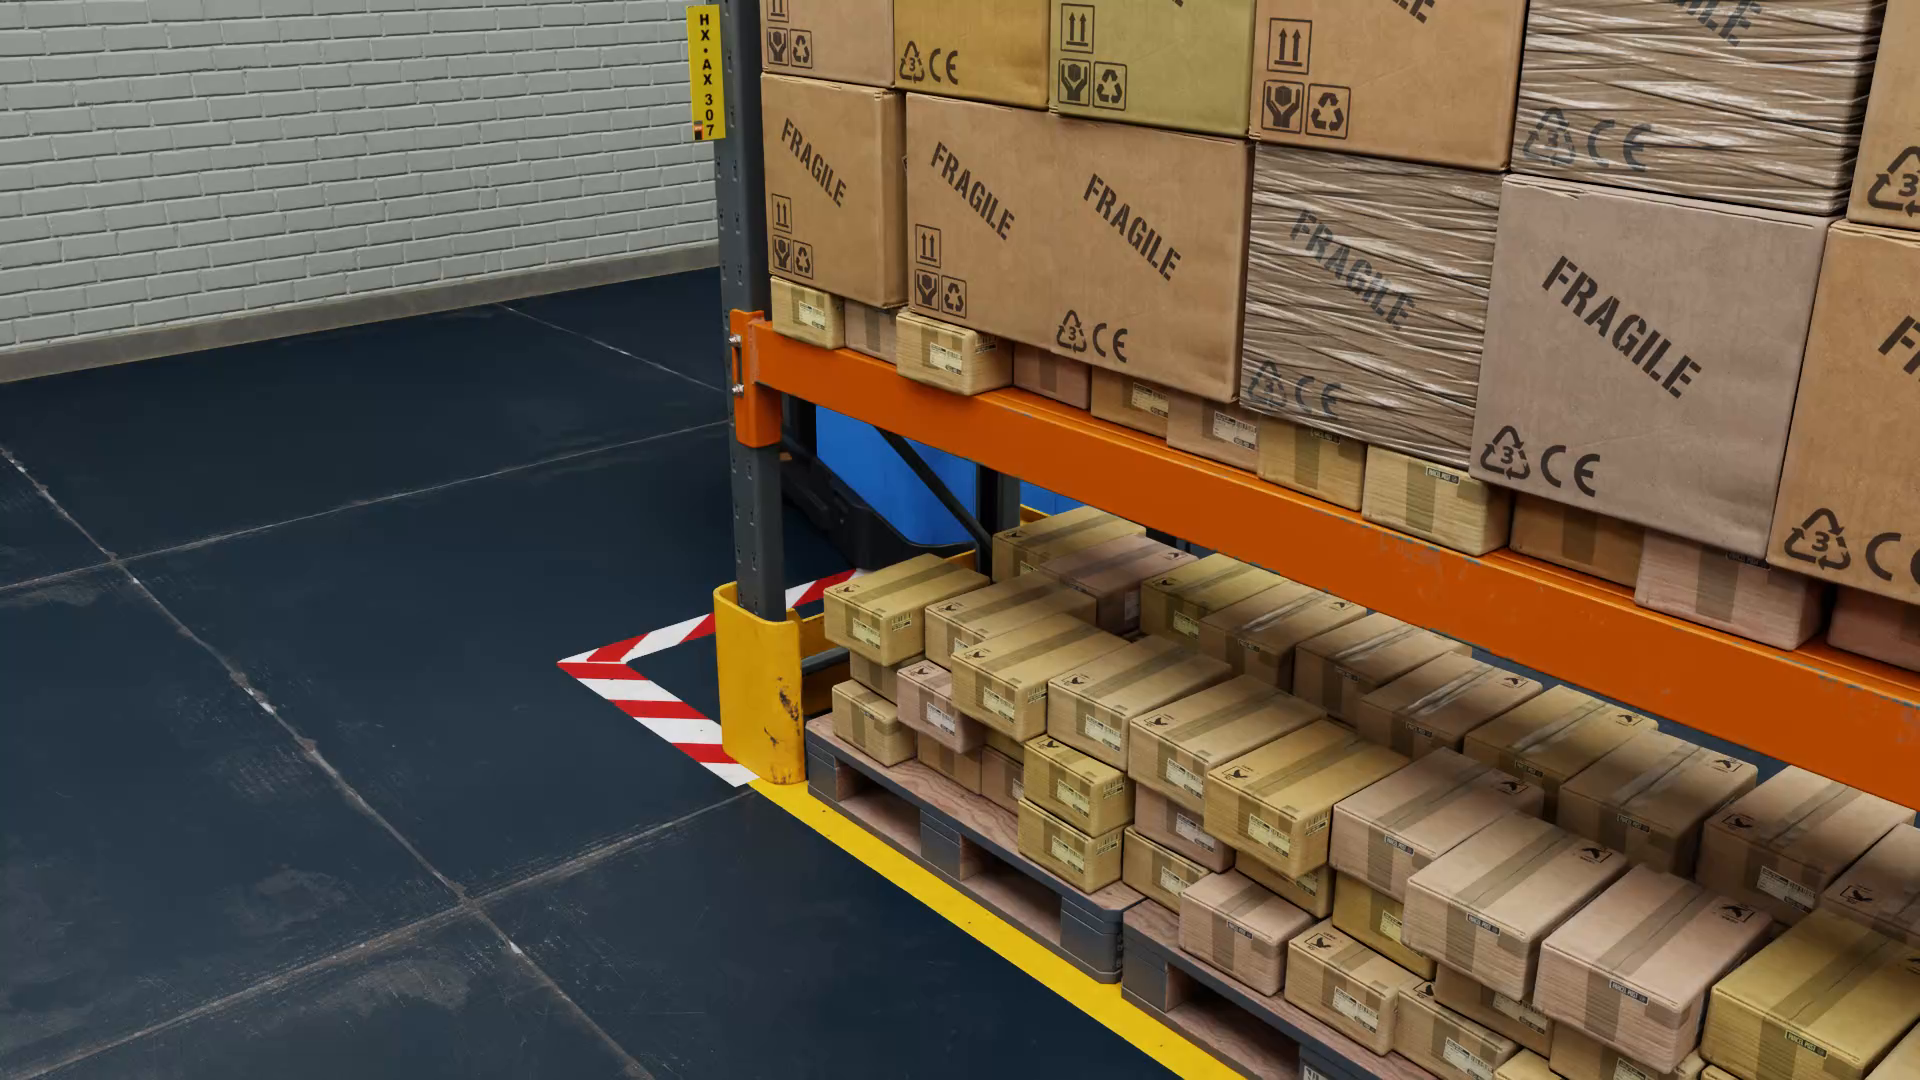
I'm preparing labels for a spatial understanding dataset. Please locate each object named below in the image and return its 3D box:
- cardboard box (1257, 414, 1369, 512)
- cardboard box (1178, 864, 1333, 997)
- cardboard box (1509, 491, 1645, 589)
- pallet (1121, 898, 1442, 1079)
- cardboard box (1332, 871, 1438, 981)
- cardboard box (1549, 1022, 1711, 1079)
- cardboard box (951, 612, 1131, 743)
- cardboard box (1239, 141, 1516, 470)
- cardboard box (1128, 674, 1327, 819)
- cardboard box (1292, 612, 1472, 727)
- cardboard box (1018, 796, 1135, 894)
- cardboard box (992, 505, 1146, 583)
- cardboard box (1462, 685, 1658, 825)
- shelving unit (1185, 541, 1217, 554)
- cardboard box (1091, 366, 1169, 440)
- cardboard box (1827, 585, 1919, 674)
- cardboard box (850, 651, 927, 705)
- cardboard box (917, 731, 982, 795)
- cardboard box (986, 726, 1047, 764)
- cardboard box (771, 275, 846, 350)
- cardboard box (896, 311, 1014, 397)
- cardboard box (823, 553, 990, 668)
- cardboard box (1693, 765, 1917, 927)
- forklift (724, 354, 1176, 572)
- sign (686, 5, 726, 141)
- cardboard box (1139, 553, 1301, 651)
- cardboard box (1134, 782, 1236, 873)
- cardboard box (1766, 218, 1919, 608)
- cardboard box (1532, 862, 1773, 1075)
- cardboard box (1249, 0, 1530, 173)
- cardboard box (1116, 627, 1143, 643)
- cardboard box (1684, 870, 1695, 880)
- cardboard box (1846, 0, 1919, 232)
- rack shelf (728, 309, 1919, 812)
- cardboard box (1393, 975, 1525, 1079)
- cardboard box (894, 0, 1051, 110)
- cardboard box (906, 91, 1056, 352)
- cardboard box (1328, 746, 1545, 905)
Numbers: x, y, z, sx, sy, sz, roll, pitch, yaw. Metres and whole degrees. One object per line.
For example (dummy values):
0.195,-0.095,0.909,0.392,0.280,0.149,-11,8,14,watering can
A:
0.796,-0.196,3.216,0.380,0.149,0.250,-16,27,-36,cardboard box
0.695,0.807,3.643,0.380,0.149,0.250,-19,28,-40,cardboard box
1.168,-0.062,2.873,0.380,0.149,0.250,-18,28,-38,cardboard box
1.122,0.990,3.667,1.003,0.211,1.213,-17,27,-37,pallet
0.994,0.725,3.445,0.380,0.149,0.250,-16,26,-35,cardboard box
1.296,0.888,3.030,0.380,0.149,0.250,-17,27,-36,cardboard box
0.199,0.329,4.049,0.380,0.149,0.250,-18,27,-38,cardboard box
0.876,-0.475,3.039,0.500,0.500,0.500,-18,28,-39,cardboard box
0.598,0.457,3.723,0.380,0.149,0.250,-16,27,-35,cardboard box
1.038,0.314,4.088,0.380,0.149,0.250,-16,27,-36,cardboard box
0.360,0.670,3.993,0.380,0.149,0.250,-17,27,-37,cardboard box
0.314,0.042,4.782,0.380,0.149,0.250,-17,27,-37,cardboard box
1.319,0.478,3.667,0.380,0.149,0.250,-17,27,-37,cardboard box
0.961,-0.323,5.868,0.215,1.050,0.252,15,26,33,shelving unit
0.504,-0.347,3.603,0.380,0.149,0.250,-18,28,-38,cardboard box
1.527,0.079,2.514,0.380,0.149,0.250,-18,28,-39,cardboard box
-0.076,0.300,4.530,0.380,0.149,0.250,-16,27,-35,cardboard box
0.109,0.506,4.411,0.380,0.149,0.250,-18,27,-38,cardboard box
0.287,0.436,4.184,0.380,0.149,0.250,-17,27,-37,cardboard box
-0.261,-0.615,4.285,0.380,0.149,0.250,-18,28,-38,cardboard box
0.072,-0.467,3.908,0.380,0.149,0.250,-18,28,-39,cardboard box
-0.139,0.181,4.426,0.380,0.149,0.250,-19,28,-40,cardboard box
1.690,0.611,3.327,0.380,0.149,0.250,-17,27,-36,cardboard box
-0.262,-1.622,6.607,1.130,2.935,3.031,-9,23,-21,forklift
-0.635,-1.173,4.179,0.100,0.325,0.005,-17,27,-37,sign
0.700,0.166,4.465,0.380,0.149,0.250,-18,28,-39,cardboard box
0.617,0.583,3.808,0.380,0.149,0.250,-19,28,-40,cardboard box
1.519,-0.189,2.309,0.500,0.500,0.500,-18,28,-39,cardboard box
1.236,0.753,2.966,0.380,0.149,0.250,-19,28,-40,cardboard box
0.860,-0.936,2.844,0.500,0.500,0.500,-19,28,-39,cardboard box
0.467,0.257,4.640,0.380,0.149,0.250,-18,28,-39,cardboard box
1.521,0.674,3.576,0.380,0.149,0.250,-18,27,-38,cardboard box
1.534,-0.652,2.119,0.500,0.500,0.500,-19,28,-39,cardboard box
1.082,-0.012,3.387,1.077,0.370,4.000,-17,27,-37,rack shelf
1.078,0.937,3.313,0.380,0.149,0.250,-17,27,-36,cardboard box
0.202,-1.225,3.582,0.500,0.500,0.500,-16,27,-36,cardboard box
0.229,-0.753,3.748,0.500,0.500,0.500,-17,27,-37,cardboard box
0.972,0.587,3.390,0.380,0.149,0.250,-17,27,-37,cardboard box
